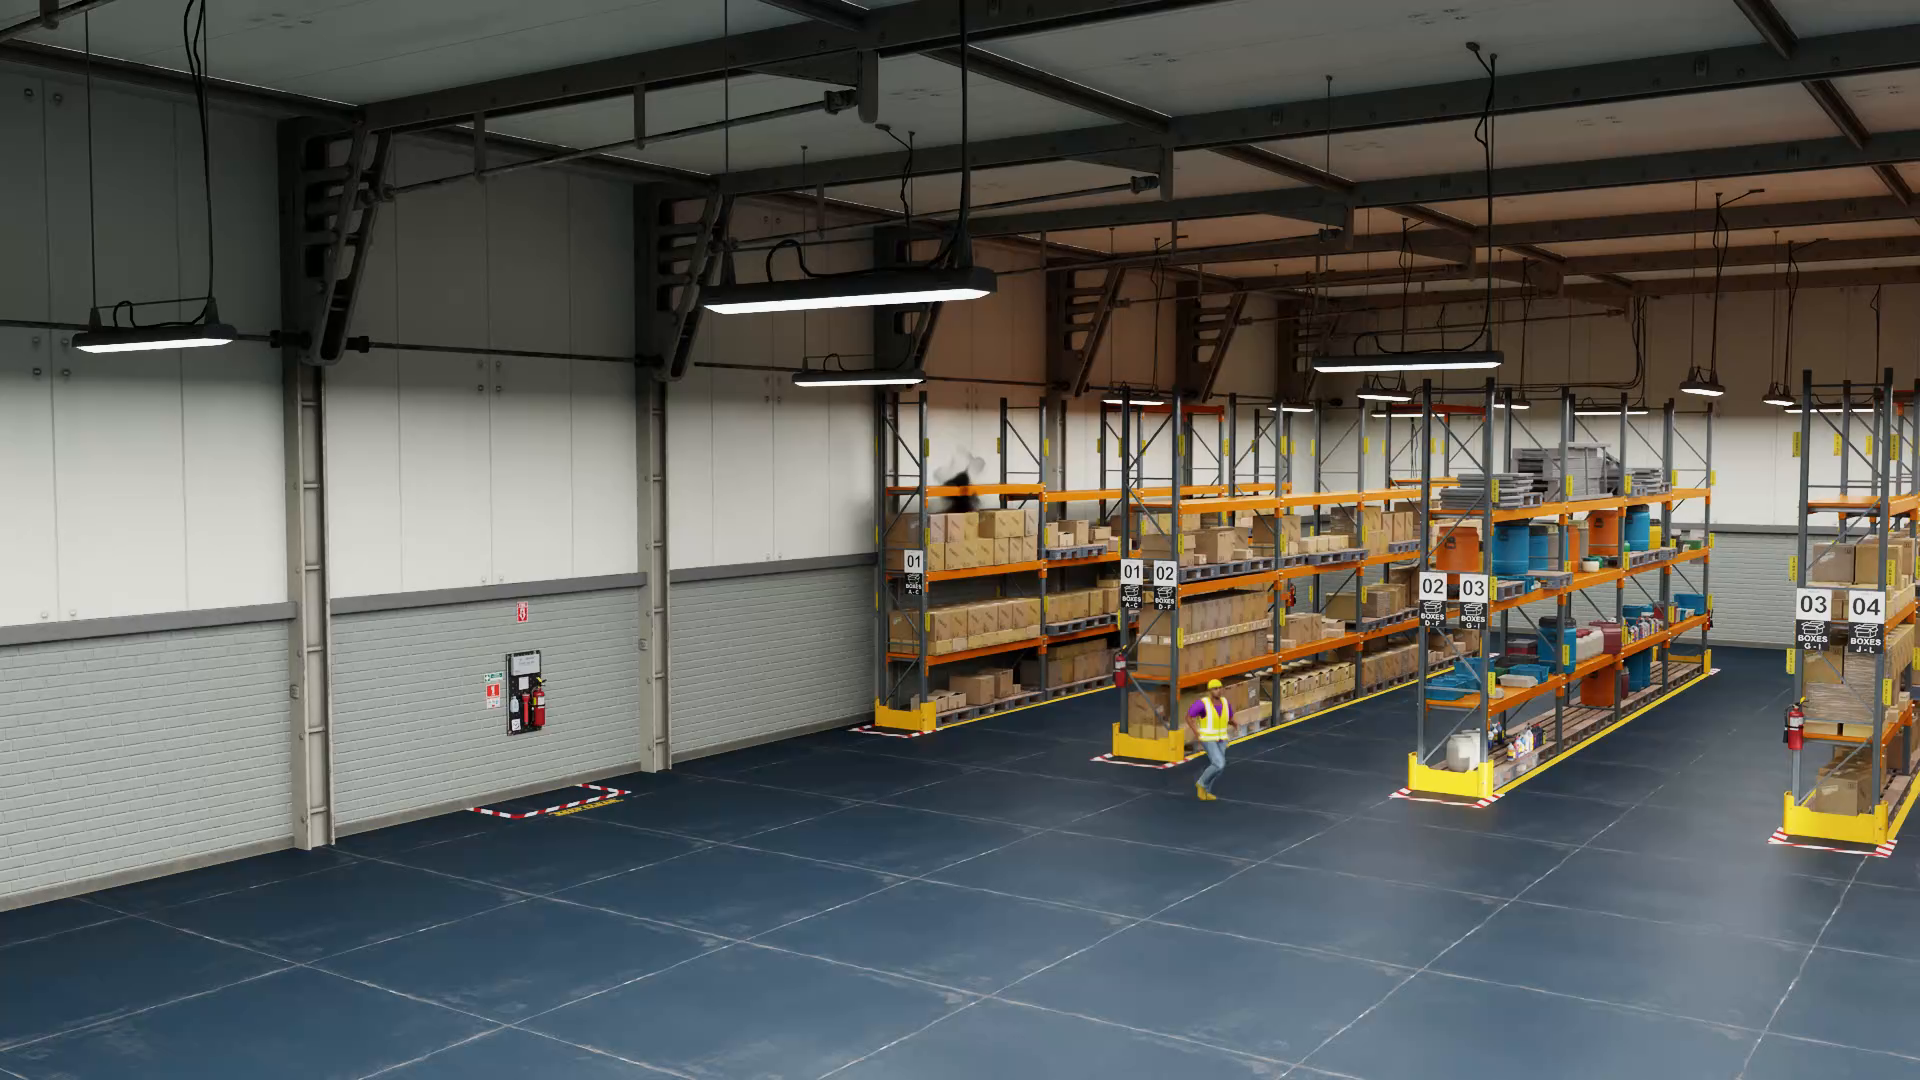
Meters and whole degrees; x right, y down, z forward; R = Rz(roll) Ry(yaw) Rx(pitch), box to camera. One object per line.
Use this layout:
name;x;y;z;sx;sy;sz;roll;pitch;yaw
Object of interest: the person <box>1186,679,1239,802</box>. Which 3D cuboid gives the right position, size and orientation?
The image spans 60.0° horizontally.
person;3.616;2.825;23.435;0.674;1.732;0.628;-2;4;-30
